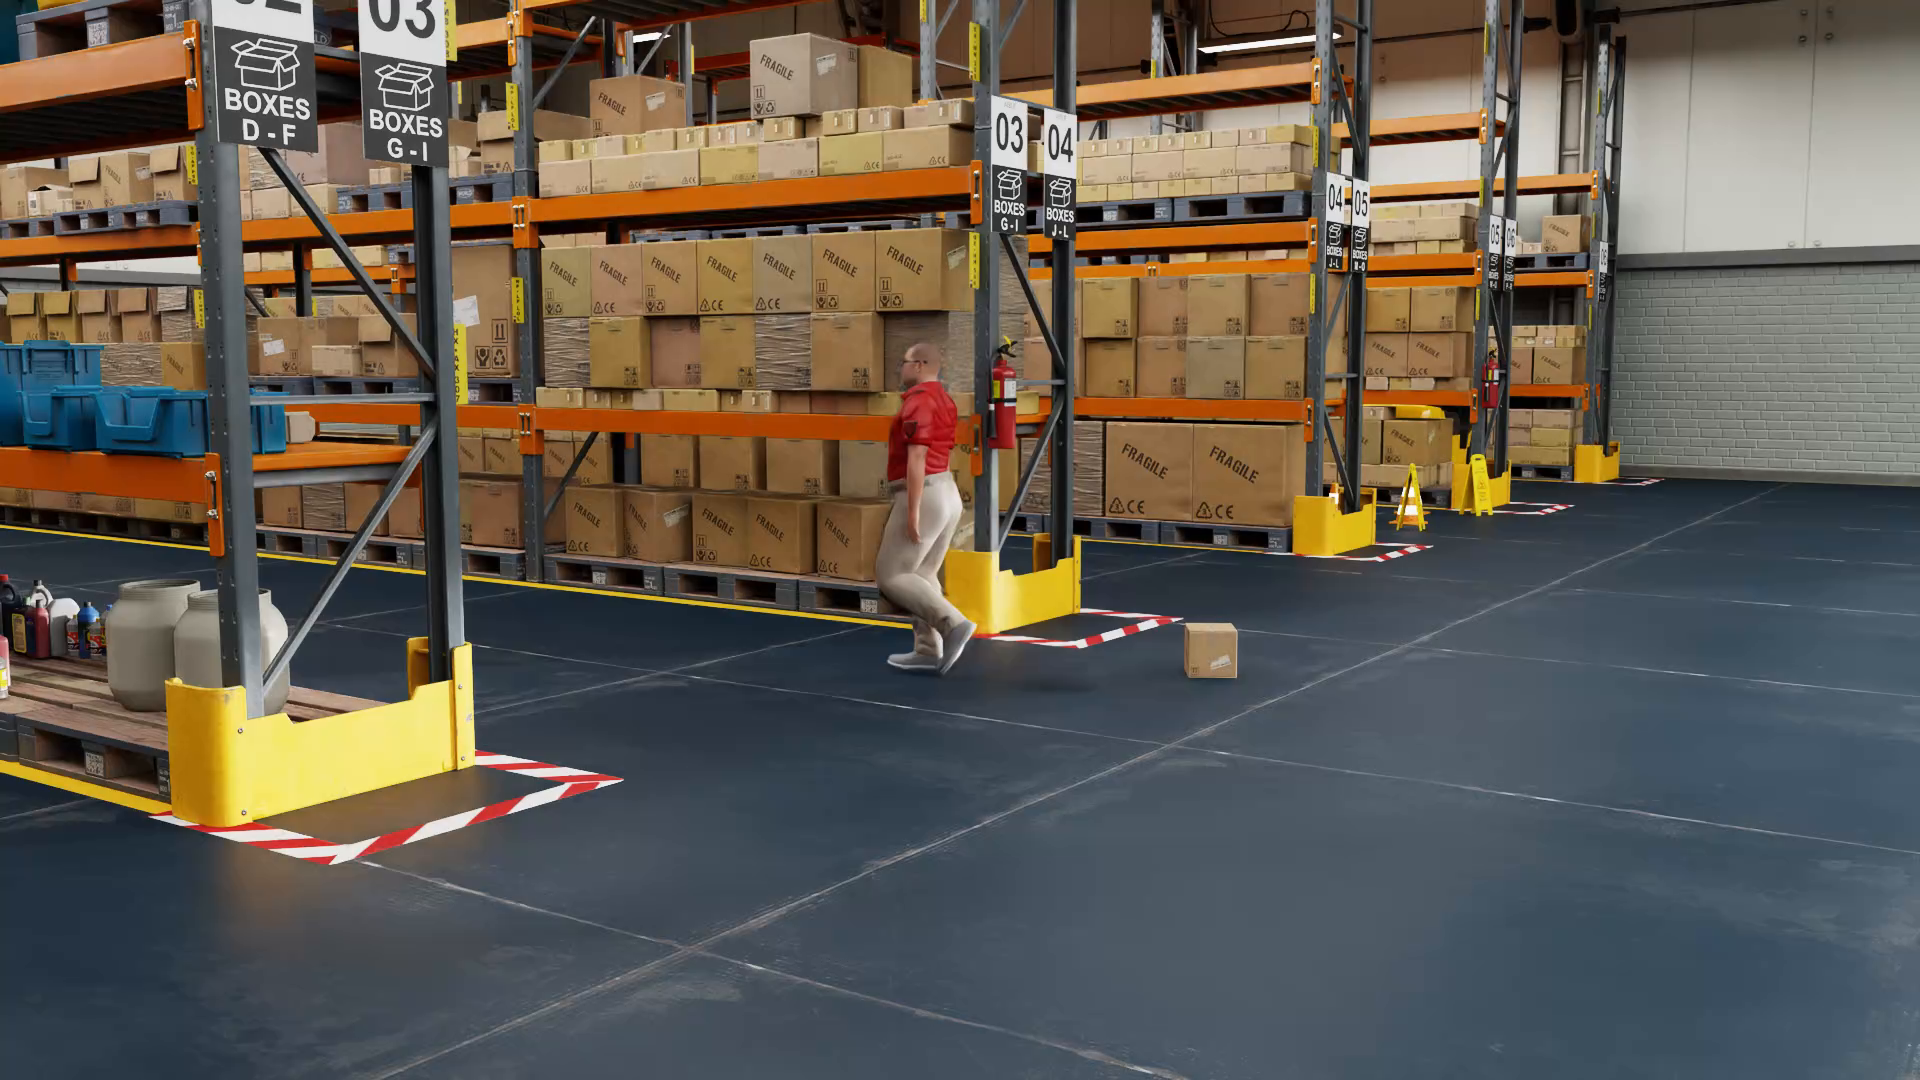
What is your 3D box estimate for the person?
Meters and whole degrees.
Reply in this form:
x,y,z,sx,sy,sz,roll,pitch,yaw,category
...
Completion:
x,y,z,sx,sy,sz,roll,pitch,yaw,category
-0.145,-0.161,8.608,0.568,1.712,0.545,2,7,21,person
